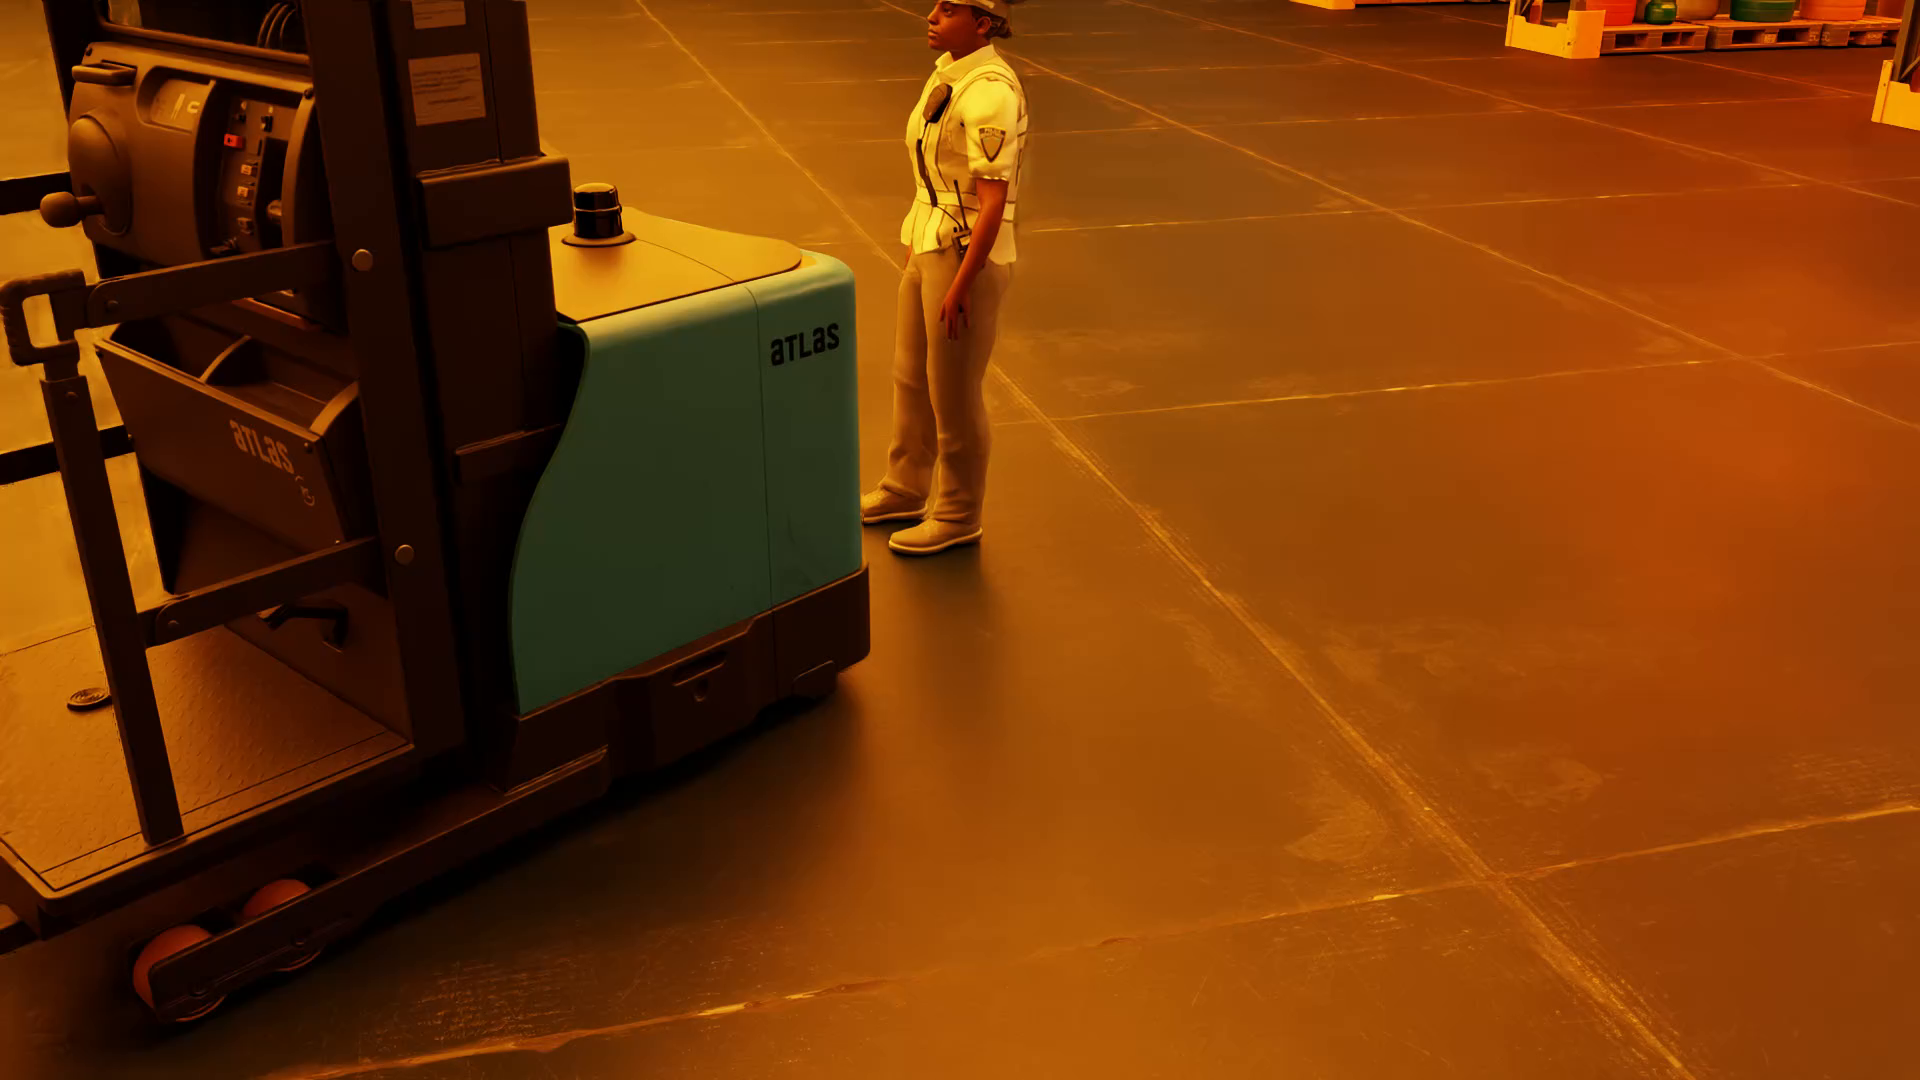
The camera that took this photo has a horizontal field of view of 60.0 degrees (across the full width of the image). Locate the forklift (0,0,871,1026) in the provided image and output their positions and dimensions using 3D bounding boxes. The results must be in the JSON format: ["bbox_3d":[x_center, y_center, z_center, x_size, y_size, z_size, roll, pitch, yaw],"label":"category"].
[{"bbox_3d":[-1.585,-0.704,2.964,1.130,2.935,3.031,19,30,38],"label":"forklift"}]

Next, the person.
[{"bbox_3d":[-0.085,-0.781,4.718,0.520,1.697,0.566,-6,24,-14],"label":"person"}]
